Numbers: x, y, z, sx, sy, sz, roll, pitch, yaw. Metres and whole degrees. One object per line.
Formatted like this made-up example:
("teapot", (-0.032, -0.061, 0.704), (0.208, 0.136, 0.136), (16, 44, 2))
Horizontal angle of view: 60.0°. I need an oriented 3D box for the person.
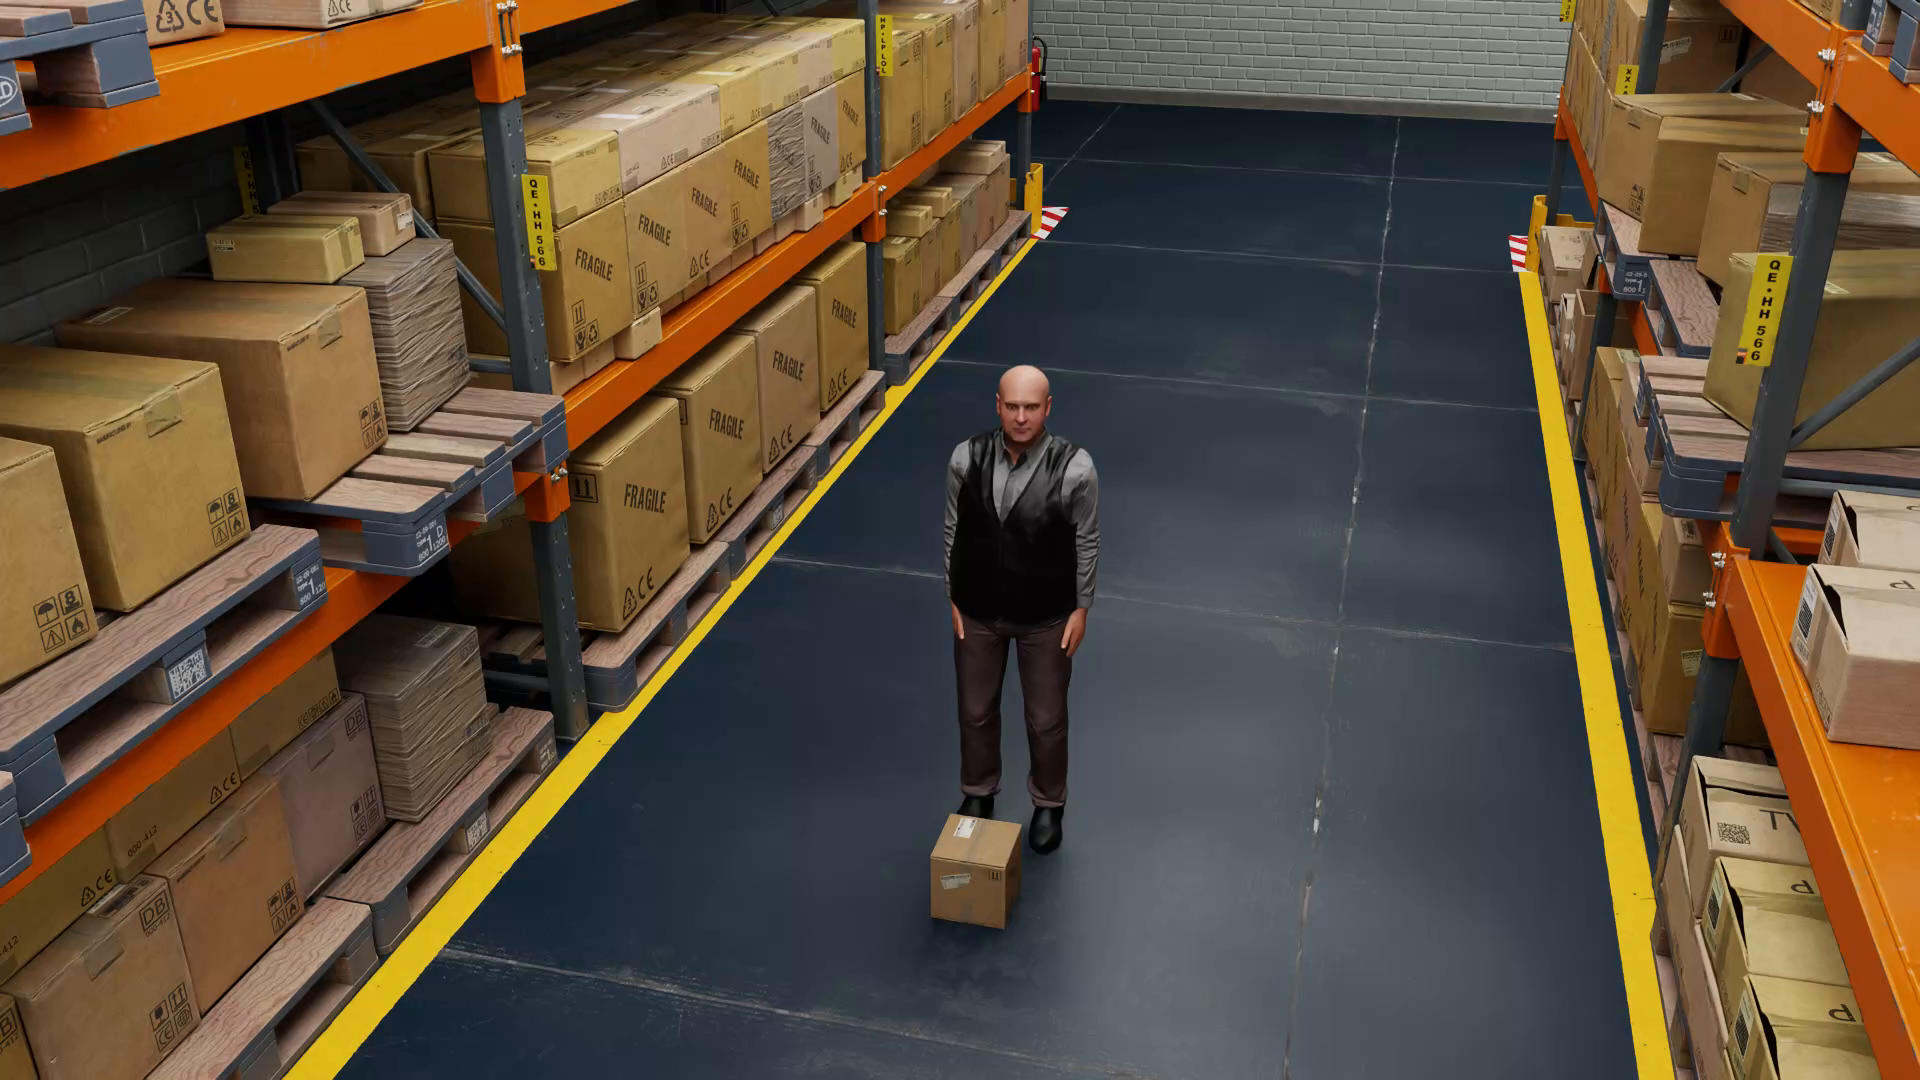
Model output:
("person", (0.196, 0.286, 5.647), (0.532, 1.636, 0.358), (7, 26, 14))
